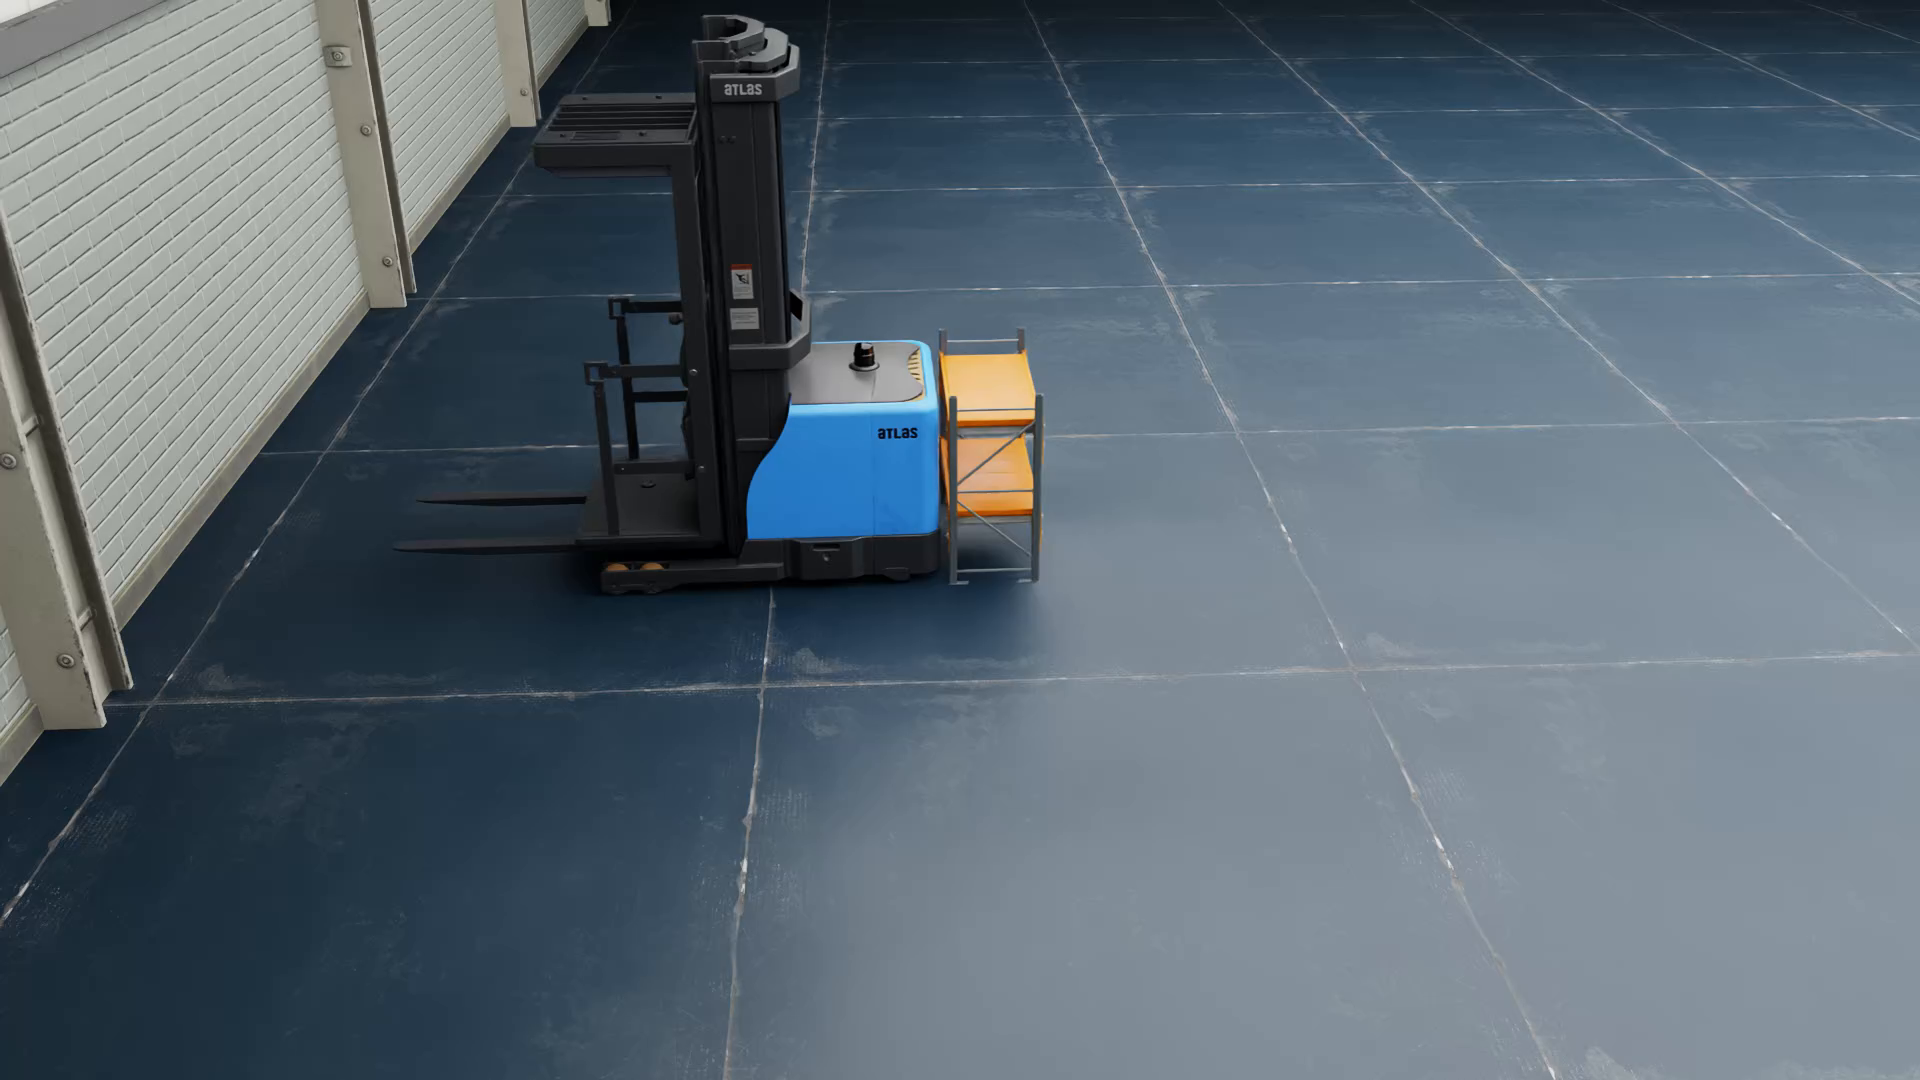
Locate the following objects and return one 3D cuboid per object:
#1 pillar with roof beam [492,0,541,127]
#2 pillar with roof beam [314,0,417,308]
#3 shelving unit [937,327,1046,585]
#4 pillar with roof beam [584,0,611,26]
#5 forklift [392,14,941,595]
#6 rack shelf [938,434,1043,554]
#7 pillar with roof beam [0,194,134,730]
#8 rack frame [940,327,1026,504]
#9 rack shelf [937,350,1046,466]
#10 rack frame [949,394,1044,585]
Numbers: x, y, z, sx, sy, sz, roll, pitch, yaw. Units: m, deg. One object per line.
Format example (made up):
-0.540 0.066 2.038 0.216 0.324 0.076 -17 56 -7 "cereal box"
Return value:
-0.625 -8.818 16.926 9.100 9.000 0.400 -1 28 -3 "pillar with roof beam"
-0.312 -6.047 11.614 9.100 9.000 0.400 -1 28 -3 "pillar with roof beam"
0.161 -0.497 9.486 0.538 1.125 1.048 -2 28 -3 "shelving unit"
-0.939 -11.589 22.239 9.100 9.000 0.400 -1 28 -3 "pillar with roof beam"
-1.644 -1.251 8.980 3.031 2.935 1.130 -2 28 -3 "forklift"
0.161 -0.280 9.599 0.538 0.278 1.000 -2 28 -3 "rack shelf"
0.001 -3.276 6.301 9.100 9.000 0.400 -1 28 -3 "pillar with roof beam"
0.131 -0.731 9.936 0.500 1.125 0.032 -2 28 -3 "rack frame"
0.161 -0.756 9.351 0.538 0.278 1.000 -2 28 -3 "rack shelf"
0.191 -0.262 9.036 0.500 1.125 0.032 -2 28 -3 "rack frame"
